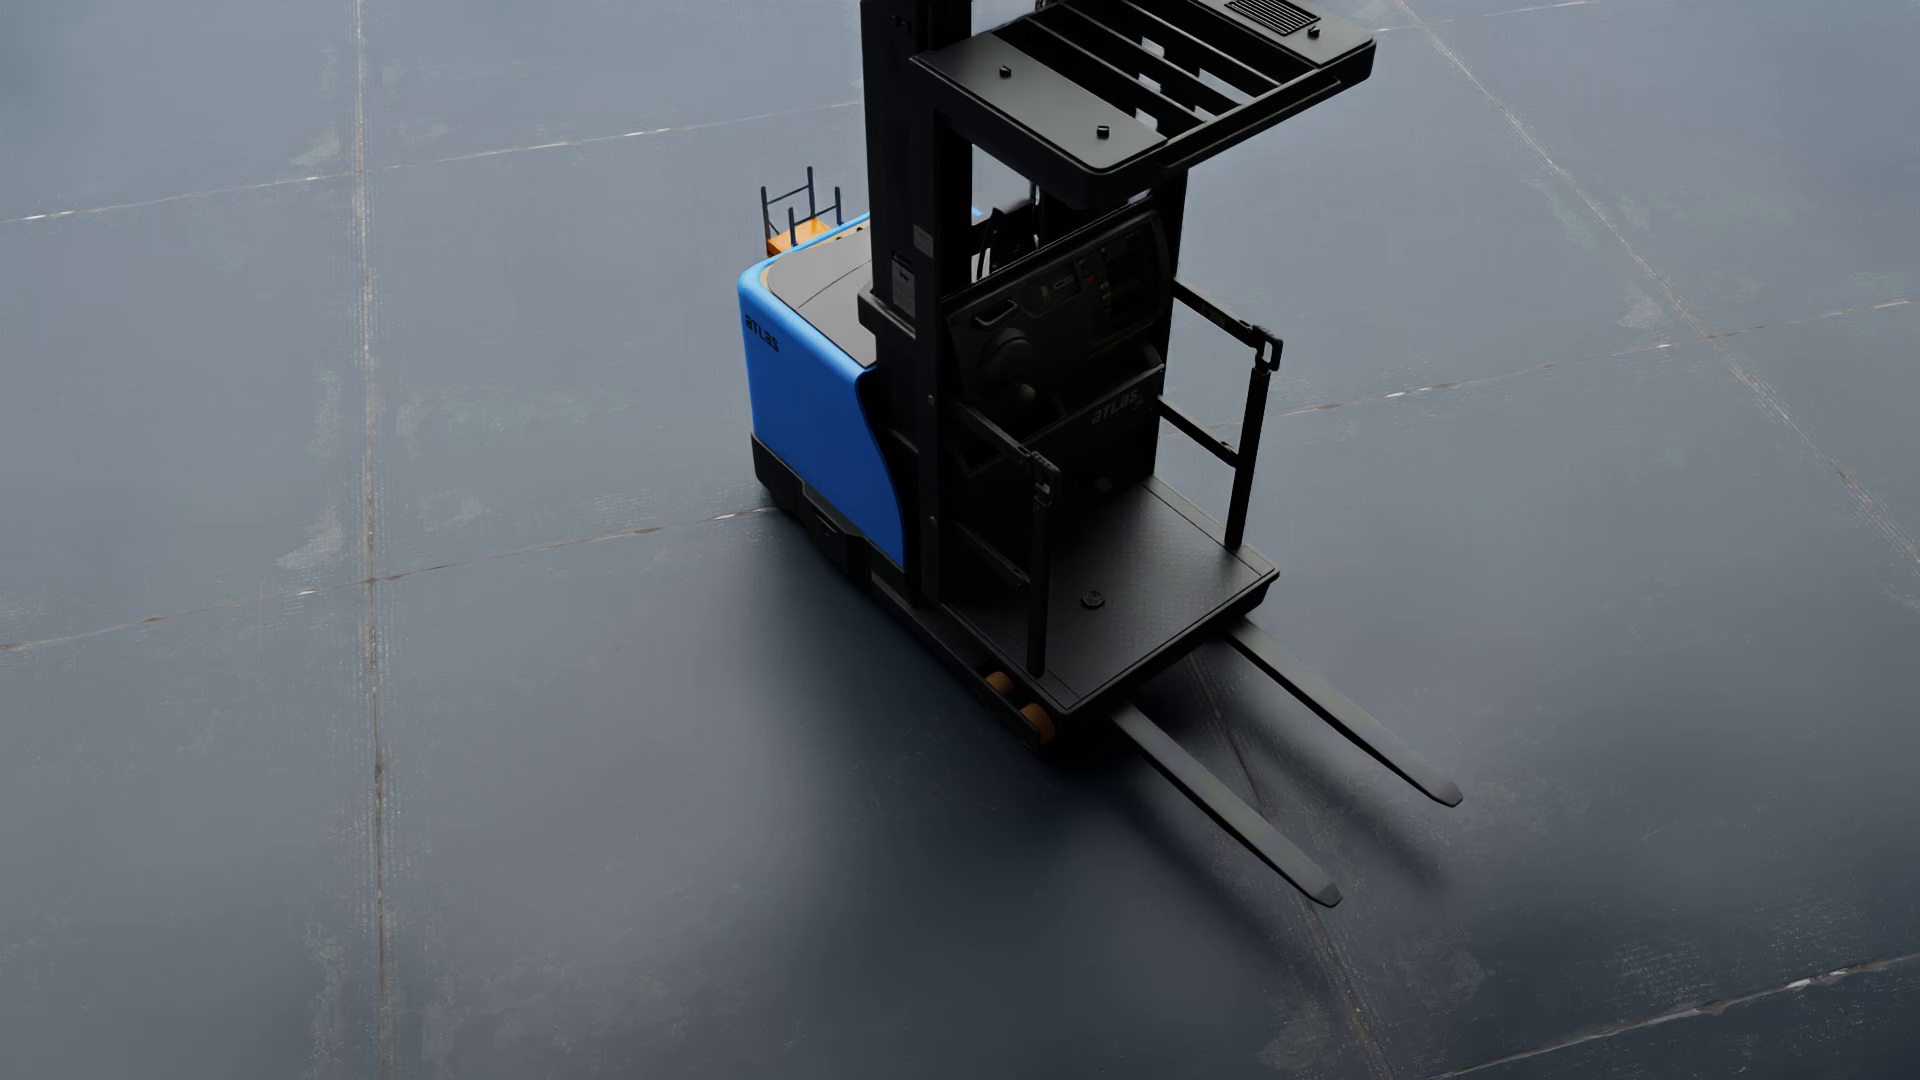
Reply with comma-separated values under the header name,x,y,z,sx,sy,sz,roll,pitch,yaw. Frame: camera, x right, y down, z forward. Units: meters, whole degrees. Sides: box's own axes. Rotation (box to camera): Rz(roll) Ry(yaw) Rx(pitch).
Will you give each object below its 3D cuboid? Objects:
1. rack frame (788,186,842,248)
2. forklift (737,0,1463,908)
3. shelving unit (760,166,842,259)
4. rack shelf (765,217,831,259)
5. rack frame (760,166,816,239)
name,x,y,z,sx,sy,sz,roll,pitch,yaw
rack frame,-0.555,-0.887,6.777,0.240,1.200,0.006,-30,52,-26
forklift,0.472,-0.683,5.367,1.130,2.935,3.031,-31,53,-27
shelving unit,-0.613,-0.937,6.827,0.258,1.200,0.189,-30,52,-26
rack shelf,-0.614,-1.159,6.603,0.258,0.103,0.180,-30,52,-26
rack frame,-0.670,-0.987,6.877,0.240,1.200,0.006,-30,52,-26
